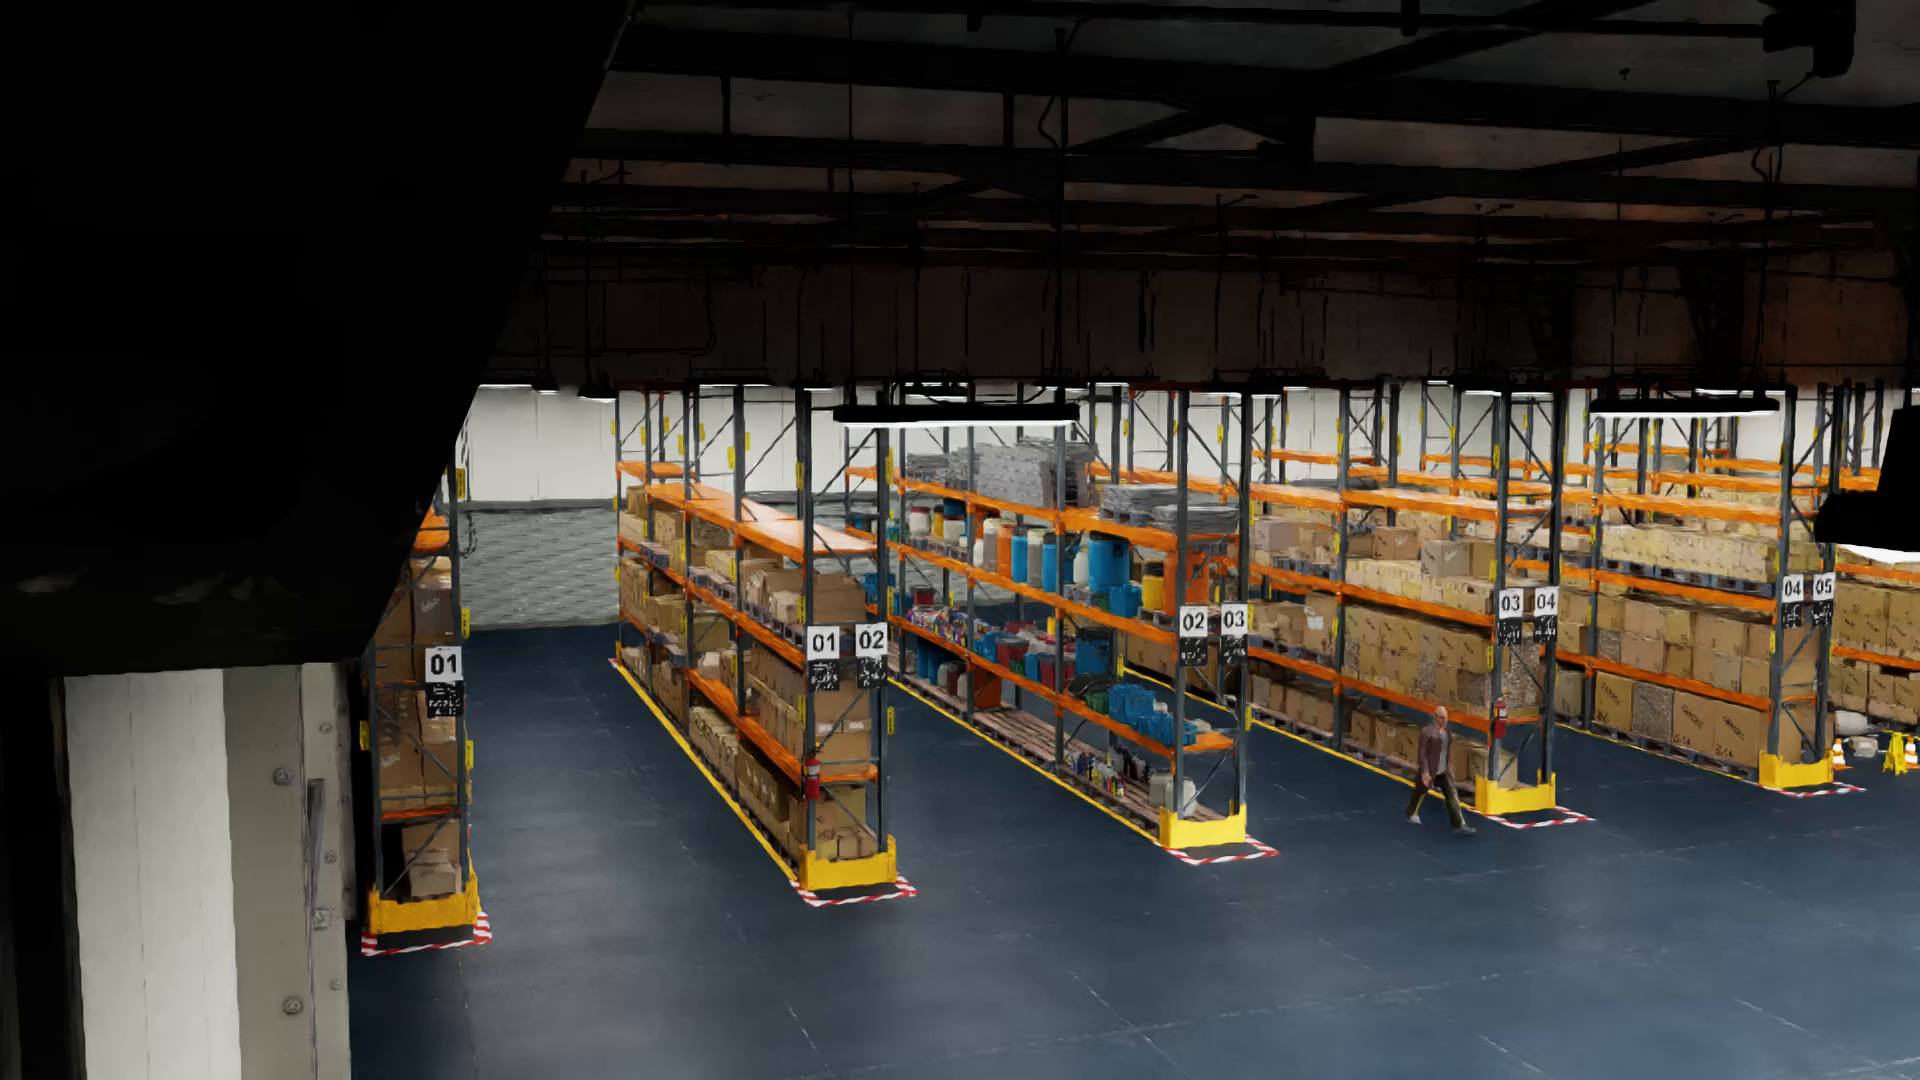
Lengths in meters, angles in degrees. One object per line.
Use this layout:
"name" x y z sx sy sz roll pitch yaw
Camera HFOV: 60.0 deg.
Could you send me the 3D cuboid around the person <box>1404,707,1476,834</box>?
"person" 6.465 3.086 22.498 0.601 1.696 1.164 -2 6 -21
